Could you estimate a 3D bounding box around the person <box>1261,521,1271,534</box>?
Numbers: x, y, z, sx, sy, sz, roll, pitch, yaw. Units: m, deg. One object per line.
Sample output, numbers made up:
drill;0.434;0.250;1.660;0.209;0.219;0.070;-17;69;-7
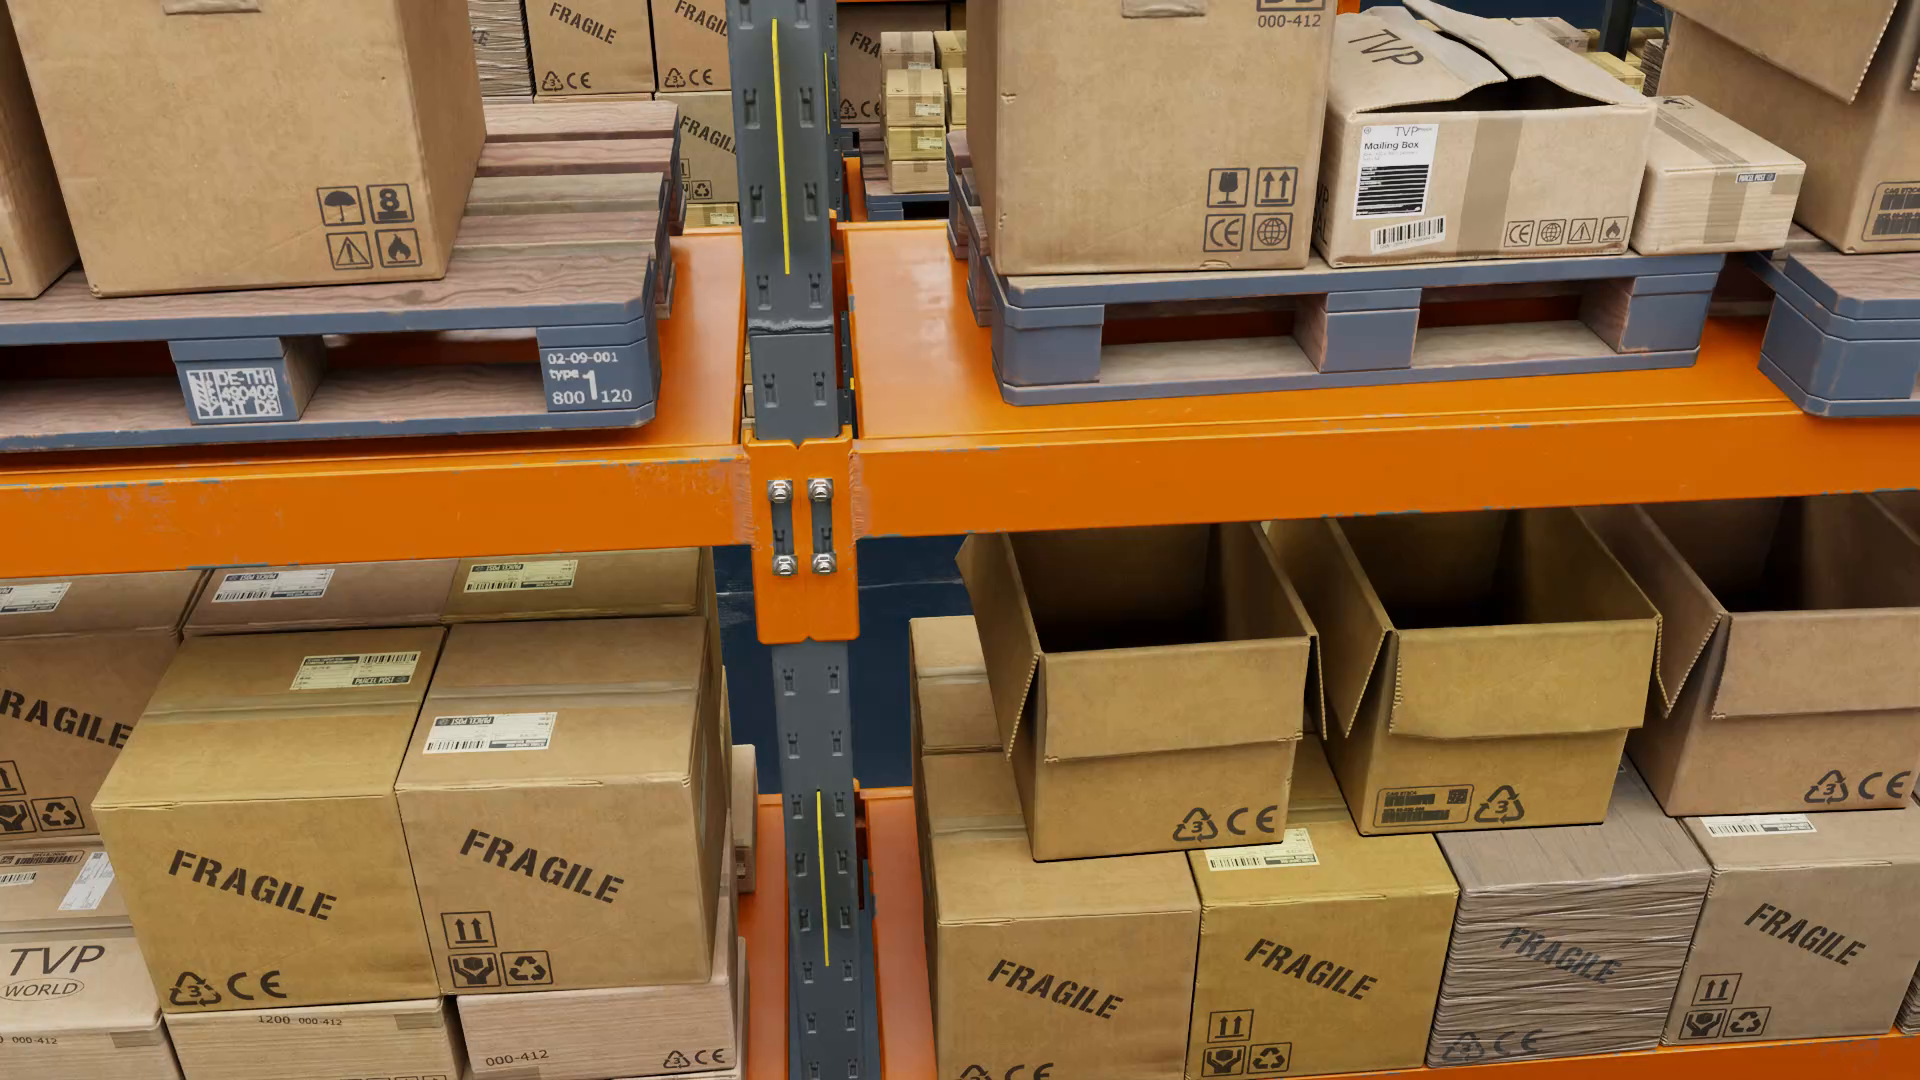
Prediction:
person;1.137;0.358;5.543;0.353;1.673;0.520;-4;31;-7
